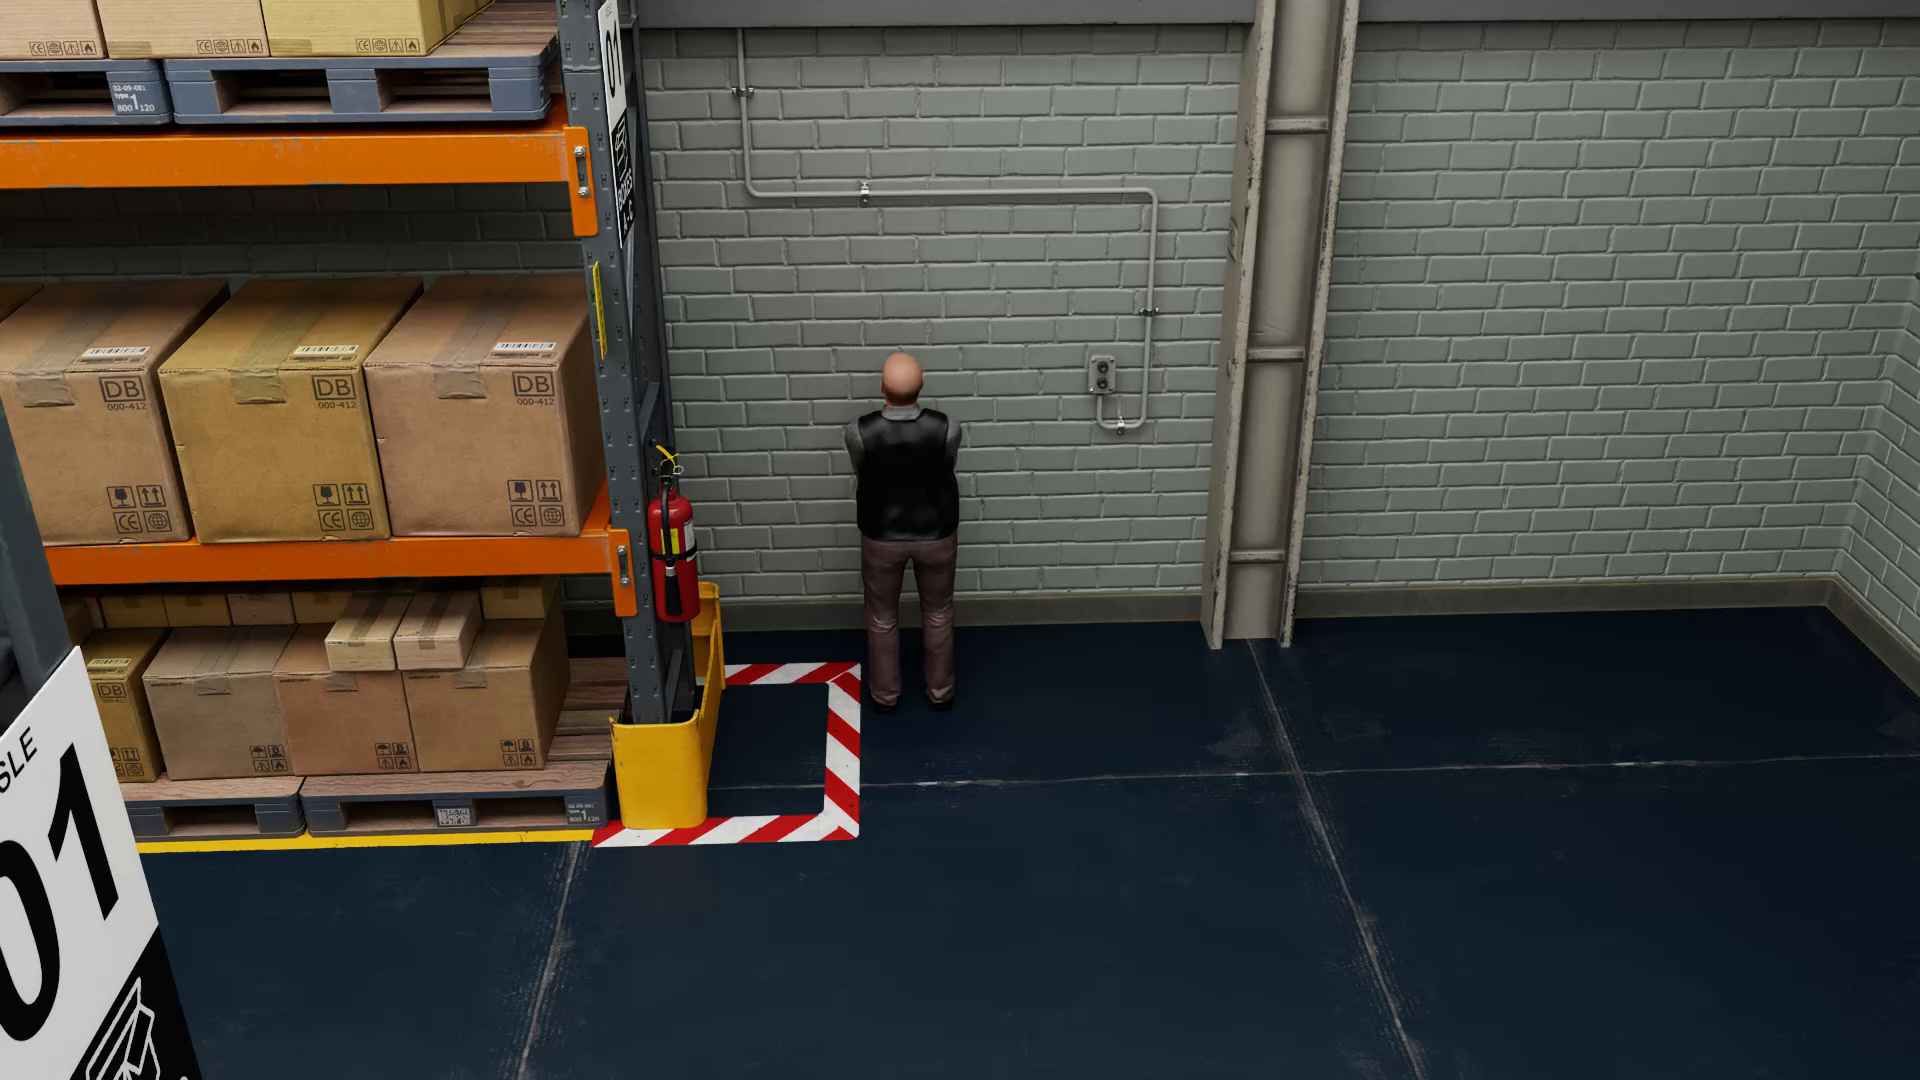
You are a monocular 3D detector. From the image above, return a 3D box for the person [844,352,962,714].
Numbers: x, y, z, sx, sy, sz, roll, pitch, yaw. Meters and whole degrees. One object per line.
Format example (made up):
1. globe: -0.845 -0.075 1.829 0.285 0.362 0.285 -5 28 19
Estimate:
1. person: -0.246 -0.062 7.277 0.494 1.711 0.551 -2 27 -4
